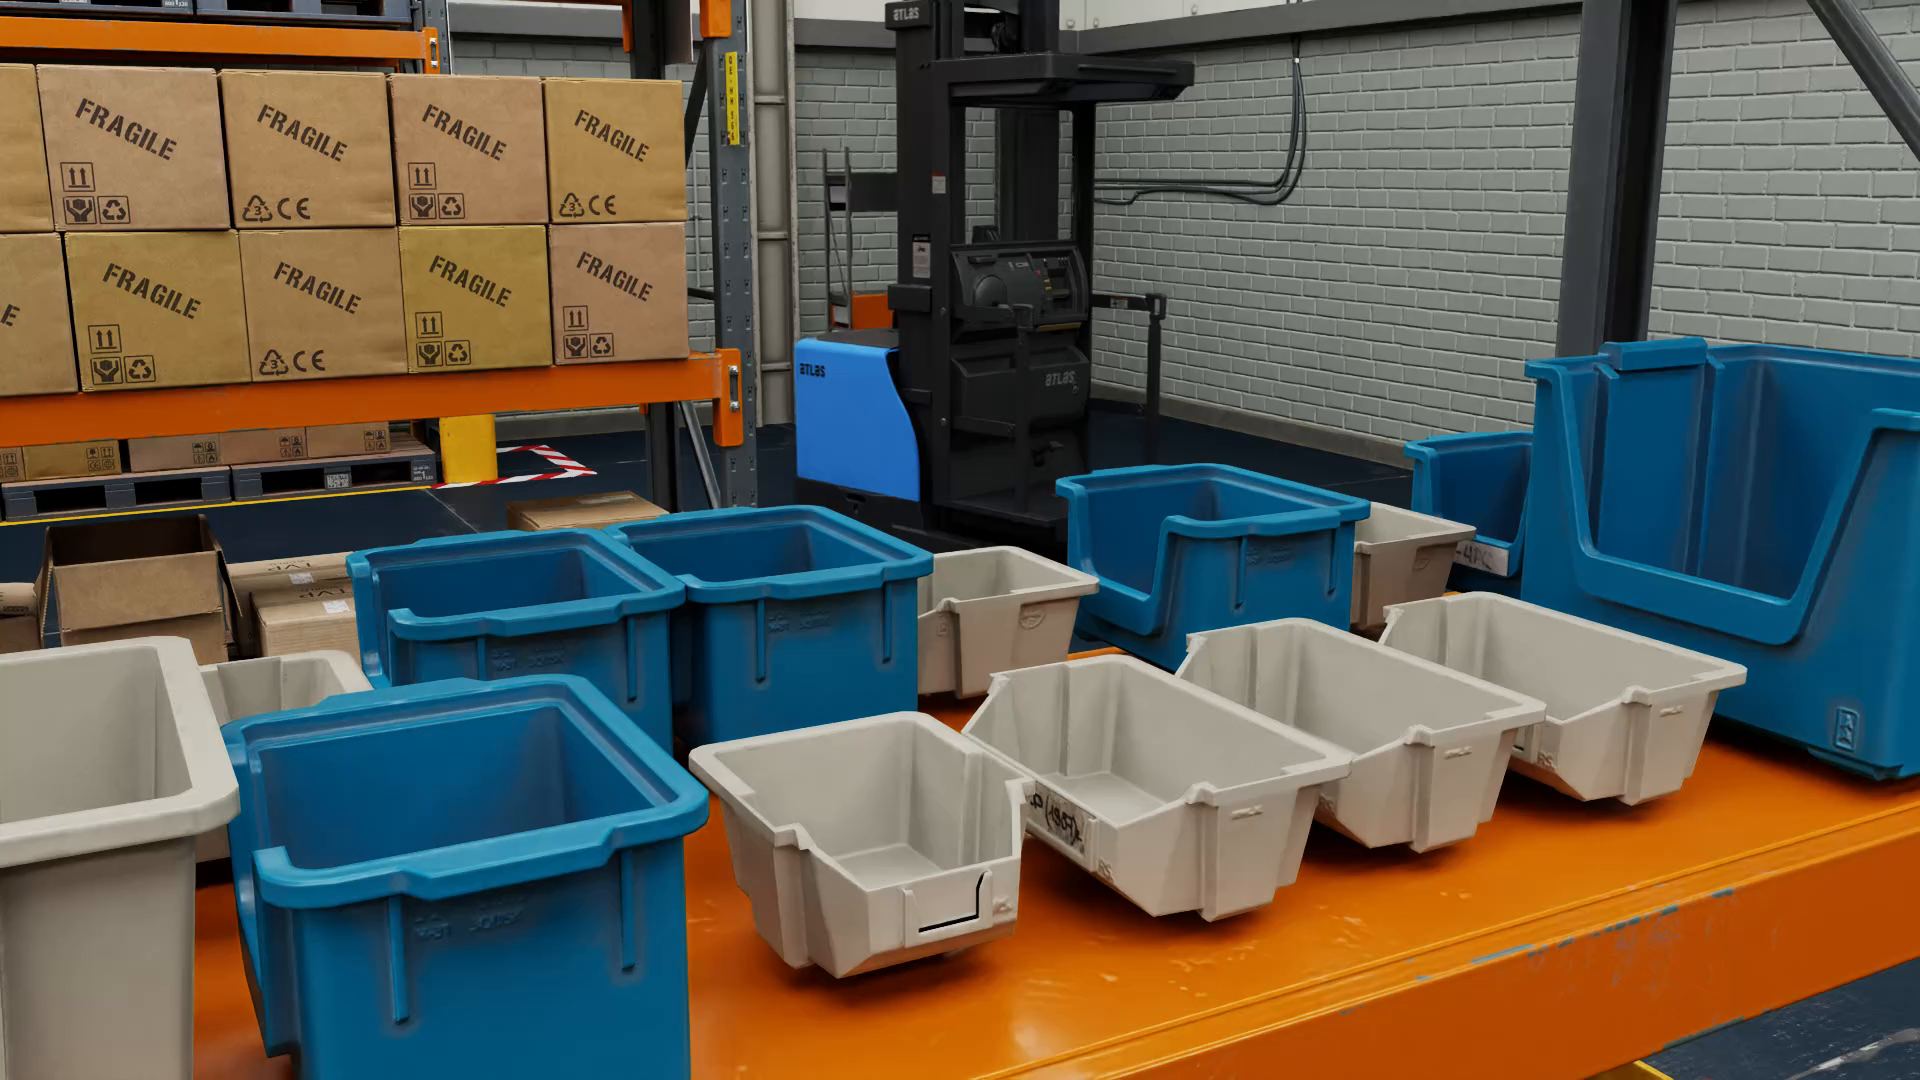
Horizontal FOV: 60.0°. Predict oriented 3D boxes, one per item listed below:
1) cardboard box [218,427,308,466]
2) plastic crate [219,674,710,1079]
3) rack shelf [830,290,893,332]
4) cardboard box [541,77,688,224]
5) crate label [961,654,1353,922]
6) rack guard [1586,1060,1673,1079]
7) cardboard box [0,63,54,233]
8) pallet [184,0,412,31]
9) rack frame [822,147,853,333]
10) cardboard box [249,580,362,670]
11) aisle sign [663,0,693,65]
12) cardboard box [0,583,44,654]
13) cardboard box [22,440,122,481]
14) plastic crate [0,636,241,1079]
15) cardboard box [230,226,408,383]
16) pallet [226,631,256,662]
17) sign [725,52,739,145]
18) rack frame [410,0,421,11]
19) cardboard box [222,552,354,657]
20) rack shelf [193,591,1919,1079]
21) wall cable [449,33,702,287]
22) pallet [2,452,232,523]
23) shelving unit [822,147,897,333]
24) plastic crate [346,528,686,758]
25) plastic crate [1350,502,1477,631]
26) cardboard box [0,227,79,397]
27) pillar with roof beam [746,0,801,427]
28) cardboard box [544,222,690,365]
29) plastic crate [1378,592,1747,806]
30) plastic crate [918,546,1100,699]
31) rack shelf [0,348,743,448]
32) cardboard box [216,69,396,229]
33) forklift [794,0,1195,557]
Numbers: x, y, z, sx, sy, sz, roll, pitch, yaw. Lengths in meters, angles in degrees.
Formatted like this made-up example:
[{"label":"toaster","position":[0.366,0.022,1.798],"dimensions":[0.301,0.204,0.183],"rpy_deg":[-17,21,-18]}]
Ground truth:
[{"label":"cardboard box","position":[-4.458,-0.787,10.513],"dimensions":[0.500,0.500,0.700],"rpy_deg":[-7,14,-28]},{"label":"plastic crate","position":[-0.386,0.280,1.280],"dimensions":[0.300,0.233,0.416],"rpy_deg":[-7,14,-28]},{"label":"rack shelf","position":[-0.491,-1.258,9.963],"dimensions":[0.480,0.518,0.431],"rpy_deg":[-6,14,-24]},{"label":"cardboard box","position":[-1.335,-1.430,6.127],"dimensions":[0.500,0.500,0.500],"rpy_deg":[-7,14,-28]},{"label":"crate label","position":[0.171,0.243,1.660],"dimensions":[0.243,0.136,0.396],"rpy_deg":[-7,14,-28]},{"label":"rack guard","position":[1.309,1.176,2.744],"dimensions":[0.348,0.500,1.175],"rpy_deg":[-7,14,-28]},{"label":"cardboard box","position":[-3.134,-1.213,5.161],"dimensions":[0.500,0.500,0.500],"rpy_deg":[-7,15,-30]},{"label":"pallet","position":[-4.099,-3.288,10.256],"dimensions":[1.213,0.211,1.003],"rpy_deg":[-7,14,-28]},{"label":"rack frame","position":[-0.713,-1.248,9.860],"dimensions":[0.015,2.100,0.400],"rpy_deg":[-6,14,-24]},{"label":"cardboard box","position":[-2.283,0.332,6.061],"dimensions":[0.500,0.250,0.500],"rpy_deg":[-7,14,-28]},{"label":"aisle sign","position":[-1.157,-2.325,6.689],"dimensions":[0.004,0.787,0.394],"rpy_deg":[-7,14,-28]},{"label":"cardboard box","position":[-3.564,0.331,5.928],"dimensions":[0.500,0.311,0.500],"rpy_deg":[-7,14,-28]},{"label":"cardboard box","position":[-5.364,-0.677,10.022],"dimensions":[0.500,0.500,0.700],"rpy_deg":[-6,14,-27]},{"label":"plastic crate","position":[-0.788,0.286,1.140],"dimensions":[0.530,0.282,0.437],"rpy_deg":[-7,14,-28]},{"label":"cardboard box","position":[-2.233,-0.836,5.764],"dimensions":[0.500,0.500,0.500],"rpy_deg":[-7,14,-27]},{"label":"pallet","position":[-2.912,0.587,6.022],"dimensions":[1.213,0.211,1.003],"rpy_deg":[-7,14,-28]},{"label":"sign","position":[-0.828,-1.603,6.045],"dimensions":[0.005,0.325,0.100],"rpy_deg":[-7,14,-28]},{"label":"rack frame","position":[-3.453,-4.874,10.273],"dimensions":[0.127,3.000,1.000],"rpy_deg":[-7,14,-28]},{"label":"cardboard box","position":[-2.567,0.241,6.466],"dimensions":[0.500,0.250,0.500],"rpy_deg":[-7,14,-28]},{"label":"rack shelf","position":[-0.461,0.523,1.592],"dimensions":[4.000,0.370,1.077],"rpy_deg":[-7,14,-28]},{"label":"wall cable","position":[-2.782,-2.760,12.228],"dimensions":[1.851,1.984,0.084],"rpy_deg":[-7,14,-28]},{"label":"pallet","position":[-5.187,-0.360,10.230],"dimensions":[1.213,0.211,1.003],"rpy_deg":[-7,14,-28]},{"label":"shelving unit","position":[-0.491,-1.271,9.960],"dimensions":[0.503,2.100,0.431],"rpy_deg":[-6,14,-24]},{"label":"plastic crate","position":[-0.499,0.147,1.870],"dimensions":[0.300,0.233,0.416],"rpy_deg":[-7,14,-28]},{"label":"plastic crate","position":[0.598,0.041,2.557],"dimensions":[0.298,0.136,0.250],"rpy_deg":[-7,14,-28]},{"label":"cardboard box","position":[-3.121,-0.729,5.289],"dimensions":[0.500,0.500,0.500],"rpy_deg":[-7,14,-28]},{"label":"pillar with roof beam","position":[0.565,-4.495,8.589],"dimensions":[0.400,9.000,9.100],"rpy_deg":[-7,14,-28]},{"label":"cardboard box","position":[-1.339,-0.943,6.238],"dimensions":[0.500,0.500,0.500],"rpy_deg":[-6,14,-26]},{"label":"plastic crate","position":[0.665,0.182,1.934],"dimensions":[0.243,0.136,0.396],"rpy_deg":[-7,14,-28]},{"label":"plastic crate","position":[0.003,0.113,2.240],"dimensions":[0.298,0.136,0.250],"rpy_deg":[-7,14,-28]},{"label":"rack shelf","position":[-2.832,-0.432,5.835],"dimensions":[4.000,0.370,1.077],"rpy_deg":[-7,14,-28]},{"label":"cardboard box","position":[-2.231,-1.321,5.643],"dimensions":[0.500,0.500,0.500],"rpy_deg":[-6,14,-26]},{"label":"forklift","position":[0.465,-1.332,8.350],"dimensions":[1.130,2.935,3.031],"rpy_deg":[-12,18,-43]}]
